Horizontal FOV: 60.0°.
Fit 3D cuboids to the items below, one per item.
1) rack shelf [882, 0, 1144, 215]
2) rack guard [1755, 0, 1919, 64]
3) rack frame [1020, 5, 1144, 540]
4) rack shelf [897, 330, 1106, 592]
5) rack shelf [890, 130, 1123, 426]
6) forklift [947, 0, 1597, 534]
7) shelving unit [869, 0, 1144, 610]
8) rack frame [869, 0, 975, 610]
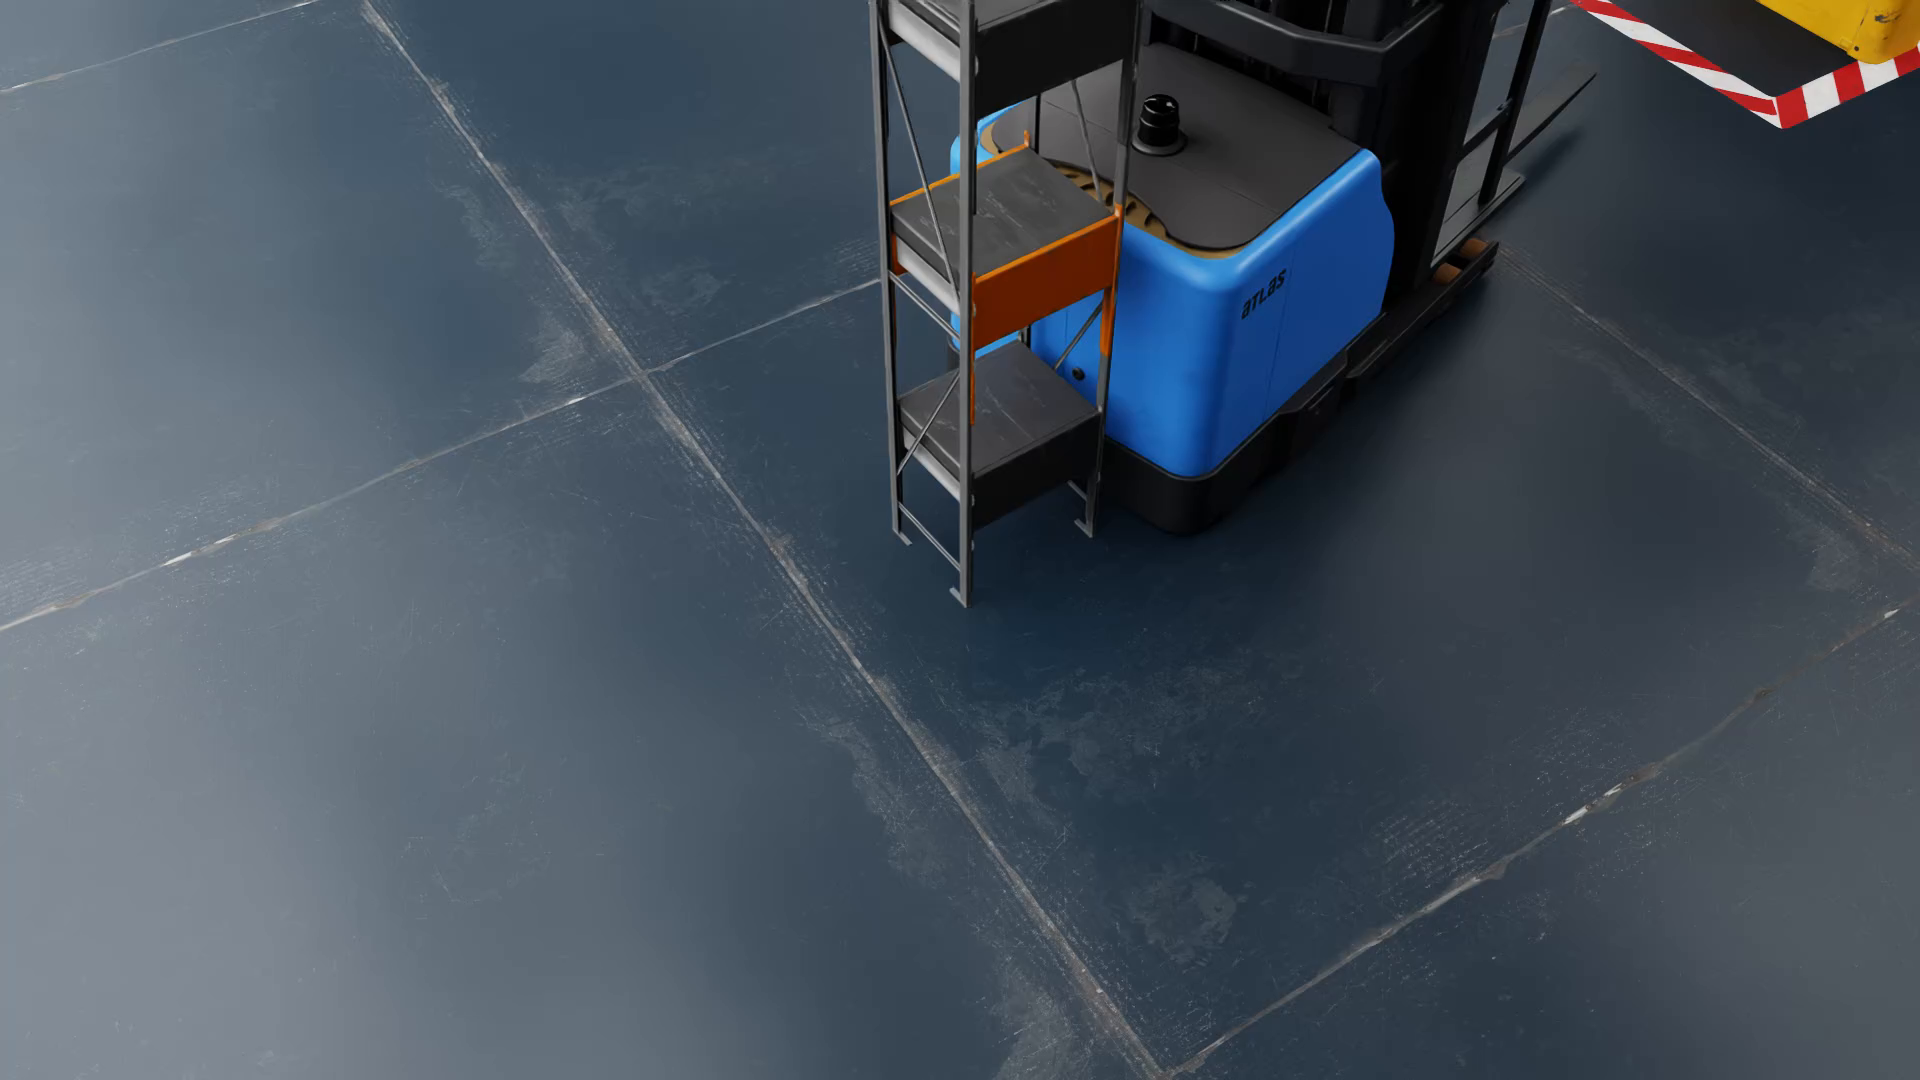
[{"bbox_3d":[0.107,-1.174,3.970,0.480,0.518,0.431,-28,54,-23],"label":"rack shelf"},{"bbox_3d":[3.687,-2.600,7.231,0.348,0.500,1.175,-25,53,-21],"label":"rack guard"},{"bbox_3d":[0.305,-0.824,4.578,0.015,2.100,0.400,-28,54,-23],"label":"rack frame"},{"bbox_3d":[0.107,-0.243,5.016,0.480,0.518,0.431,-28,54,-23],"label":"rack shelf"},{"bbox_3d":[0.107,-0.708,4.493,0.480,0.518,0.431,-28,54,-23],"label":"rack shelf"},{"bbox_3d":[1.300,-2.024,5.090,1.130,2.935,3.031,33,56,26],"label":"forklift"},{"bbox_3d":[0.107,-0.717,4.483,0.503,2.100,0.431,-28,54,-23],"label":"shelving unit"},{"bbox_3d":[-0.091,-0.611,4.388,0.015,2.100,0.400,-28,54,-23],"label":"rack frame"}]
